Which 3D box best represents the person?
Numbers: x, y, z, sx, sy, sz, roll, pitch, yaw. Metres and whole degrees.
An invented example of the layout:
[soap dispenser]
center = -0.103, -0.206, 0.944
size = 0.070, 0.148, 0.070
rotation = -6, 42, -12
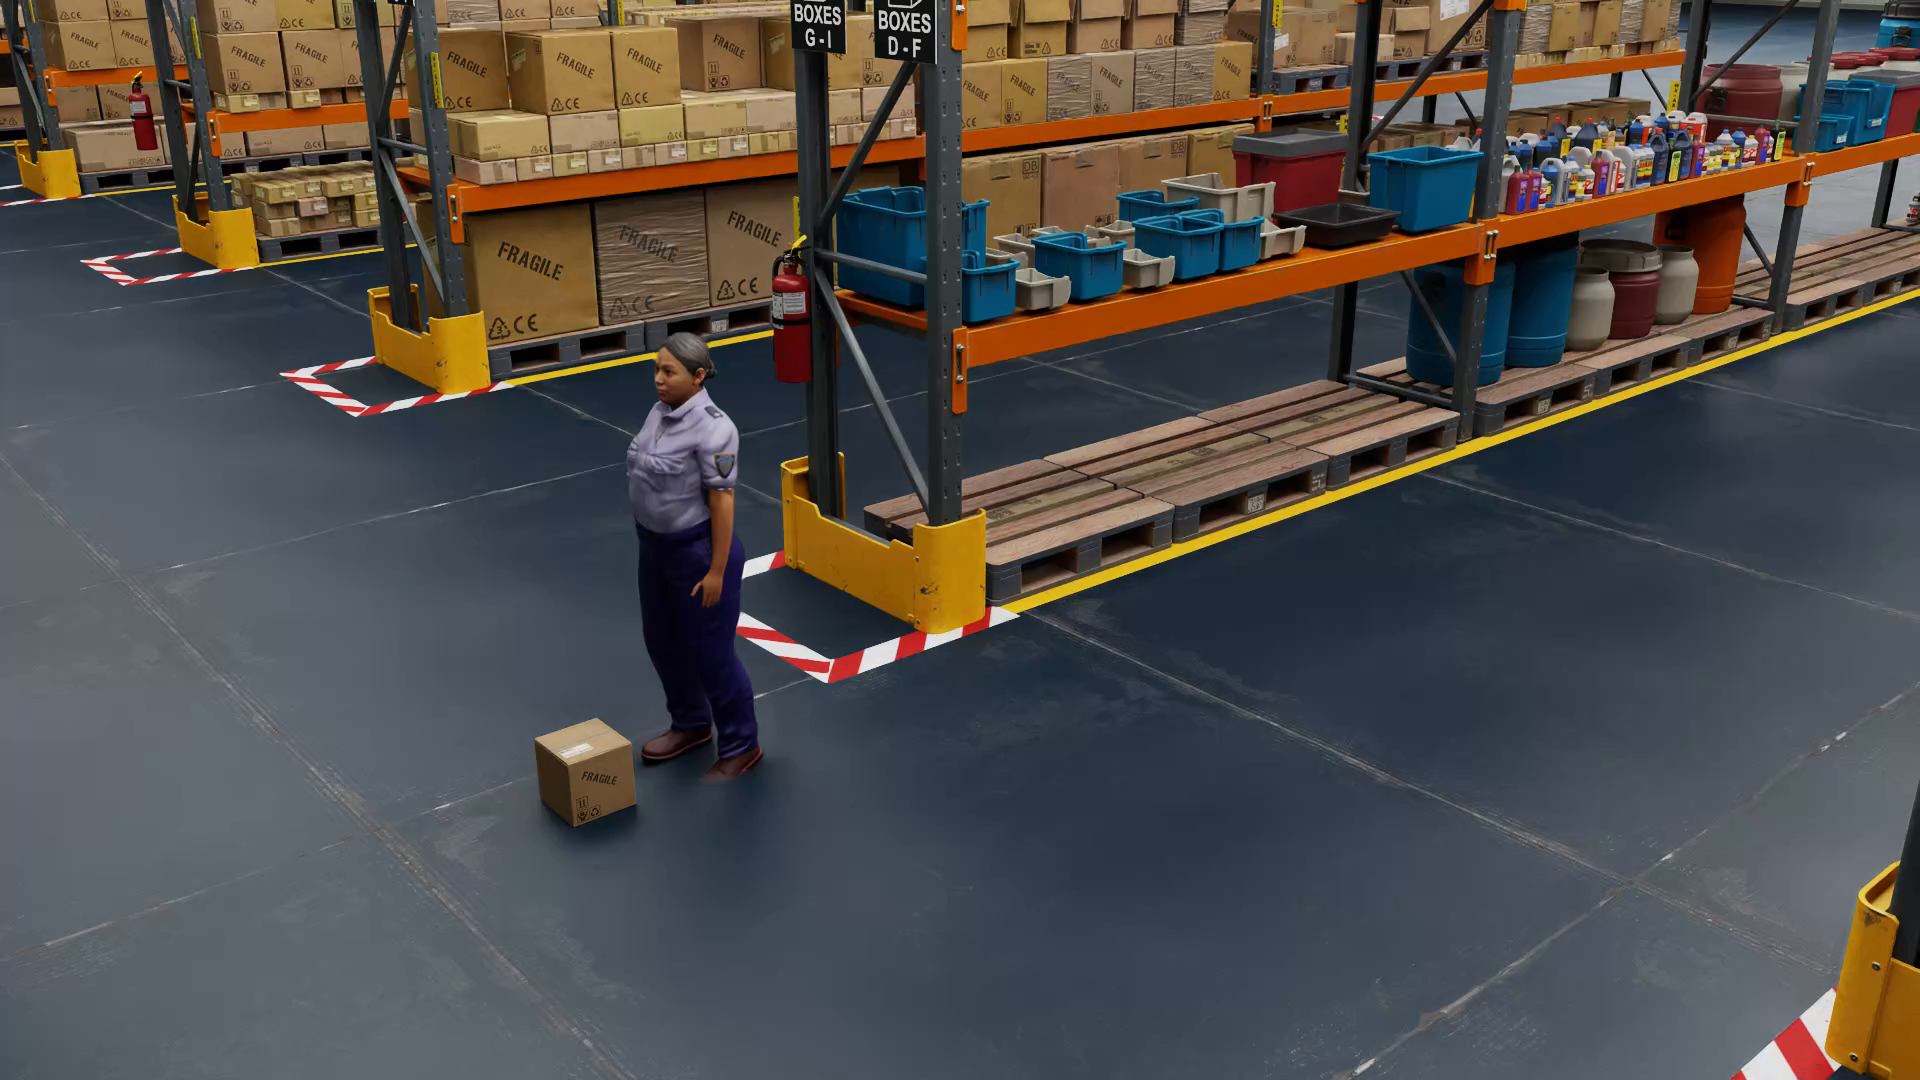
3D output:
[person]
center = -0.962, 0.082, 5.948
size = 0.360, 1.682, 0.467
rotation = -16, 27, -36
